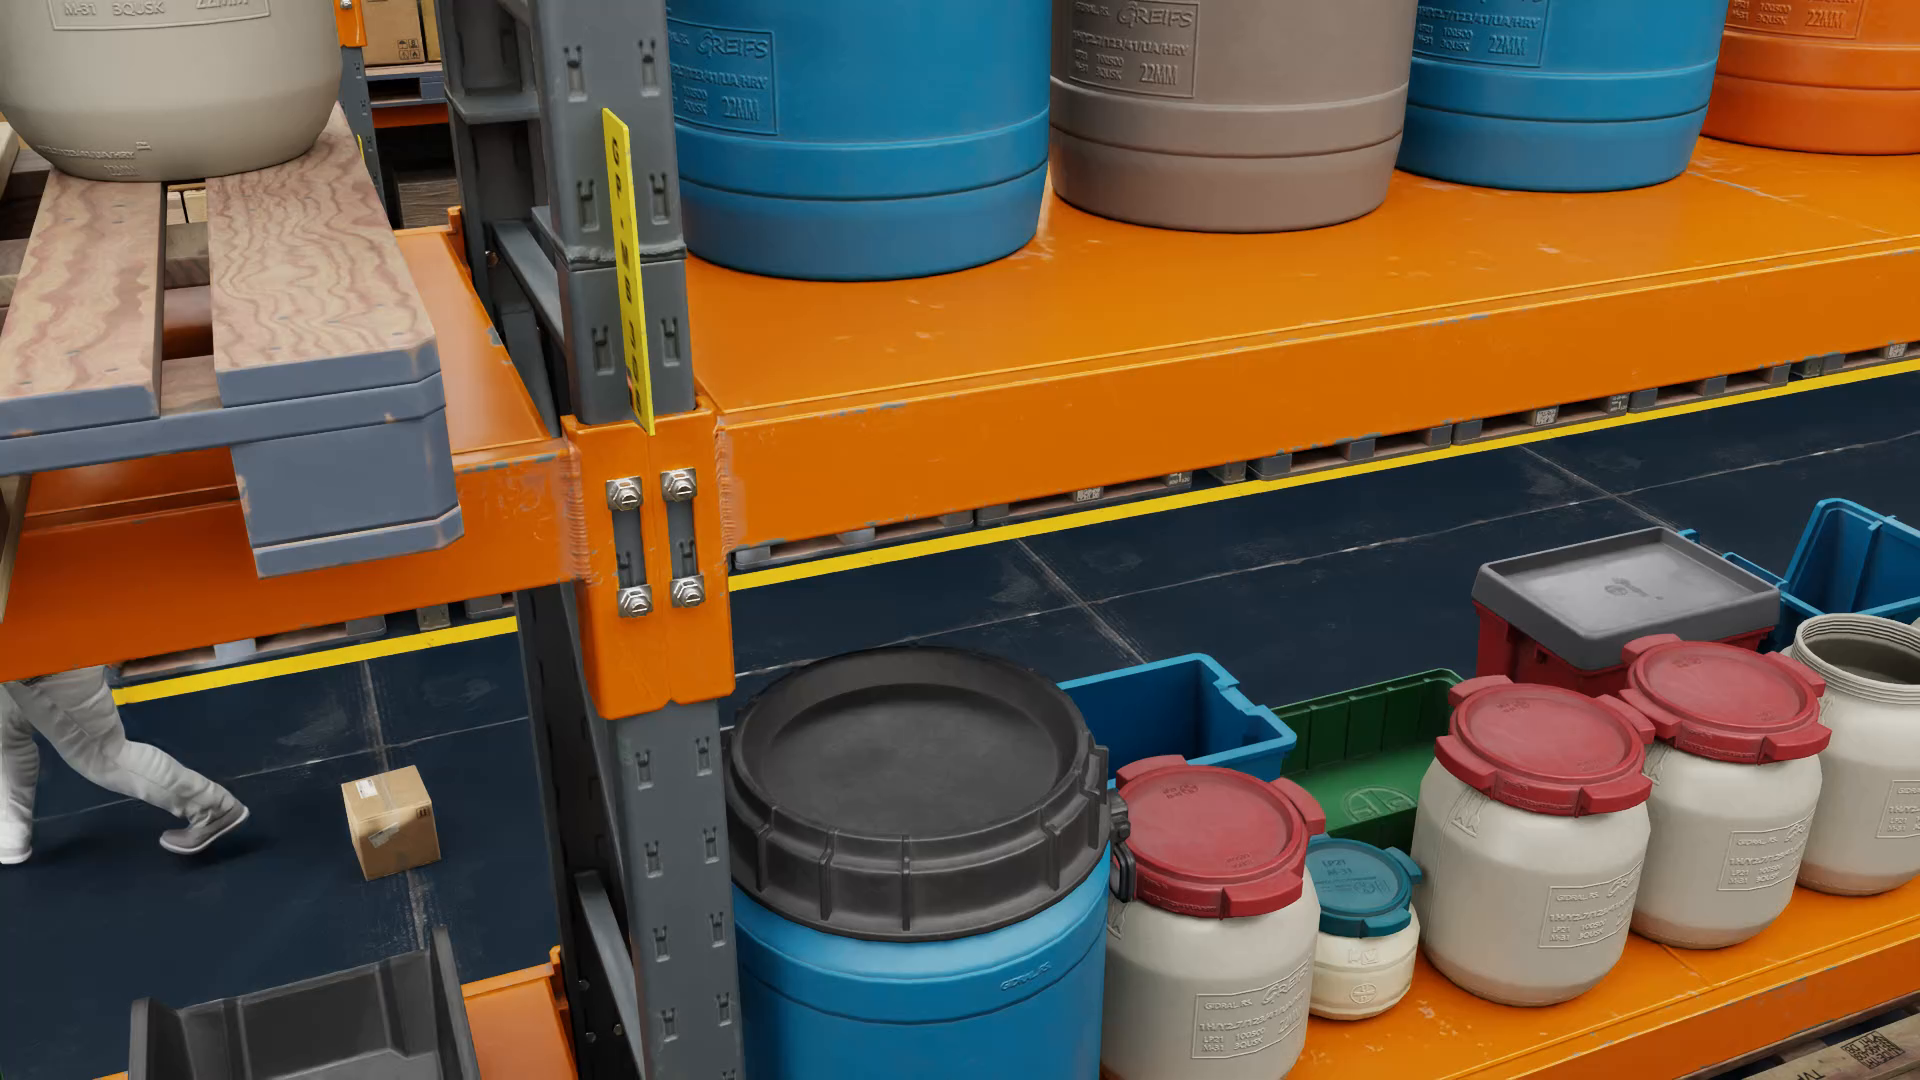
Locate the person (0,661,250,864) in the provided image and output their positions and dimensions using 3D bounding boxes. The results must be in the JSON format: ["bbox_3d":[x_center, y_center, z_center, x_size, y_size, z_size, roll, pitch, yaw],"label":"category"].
[{"bbox_3d":[-2.959,0.368,5.353,1.013,1.614,0.485,-10,28,-19],"label":"person"}]
